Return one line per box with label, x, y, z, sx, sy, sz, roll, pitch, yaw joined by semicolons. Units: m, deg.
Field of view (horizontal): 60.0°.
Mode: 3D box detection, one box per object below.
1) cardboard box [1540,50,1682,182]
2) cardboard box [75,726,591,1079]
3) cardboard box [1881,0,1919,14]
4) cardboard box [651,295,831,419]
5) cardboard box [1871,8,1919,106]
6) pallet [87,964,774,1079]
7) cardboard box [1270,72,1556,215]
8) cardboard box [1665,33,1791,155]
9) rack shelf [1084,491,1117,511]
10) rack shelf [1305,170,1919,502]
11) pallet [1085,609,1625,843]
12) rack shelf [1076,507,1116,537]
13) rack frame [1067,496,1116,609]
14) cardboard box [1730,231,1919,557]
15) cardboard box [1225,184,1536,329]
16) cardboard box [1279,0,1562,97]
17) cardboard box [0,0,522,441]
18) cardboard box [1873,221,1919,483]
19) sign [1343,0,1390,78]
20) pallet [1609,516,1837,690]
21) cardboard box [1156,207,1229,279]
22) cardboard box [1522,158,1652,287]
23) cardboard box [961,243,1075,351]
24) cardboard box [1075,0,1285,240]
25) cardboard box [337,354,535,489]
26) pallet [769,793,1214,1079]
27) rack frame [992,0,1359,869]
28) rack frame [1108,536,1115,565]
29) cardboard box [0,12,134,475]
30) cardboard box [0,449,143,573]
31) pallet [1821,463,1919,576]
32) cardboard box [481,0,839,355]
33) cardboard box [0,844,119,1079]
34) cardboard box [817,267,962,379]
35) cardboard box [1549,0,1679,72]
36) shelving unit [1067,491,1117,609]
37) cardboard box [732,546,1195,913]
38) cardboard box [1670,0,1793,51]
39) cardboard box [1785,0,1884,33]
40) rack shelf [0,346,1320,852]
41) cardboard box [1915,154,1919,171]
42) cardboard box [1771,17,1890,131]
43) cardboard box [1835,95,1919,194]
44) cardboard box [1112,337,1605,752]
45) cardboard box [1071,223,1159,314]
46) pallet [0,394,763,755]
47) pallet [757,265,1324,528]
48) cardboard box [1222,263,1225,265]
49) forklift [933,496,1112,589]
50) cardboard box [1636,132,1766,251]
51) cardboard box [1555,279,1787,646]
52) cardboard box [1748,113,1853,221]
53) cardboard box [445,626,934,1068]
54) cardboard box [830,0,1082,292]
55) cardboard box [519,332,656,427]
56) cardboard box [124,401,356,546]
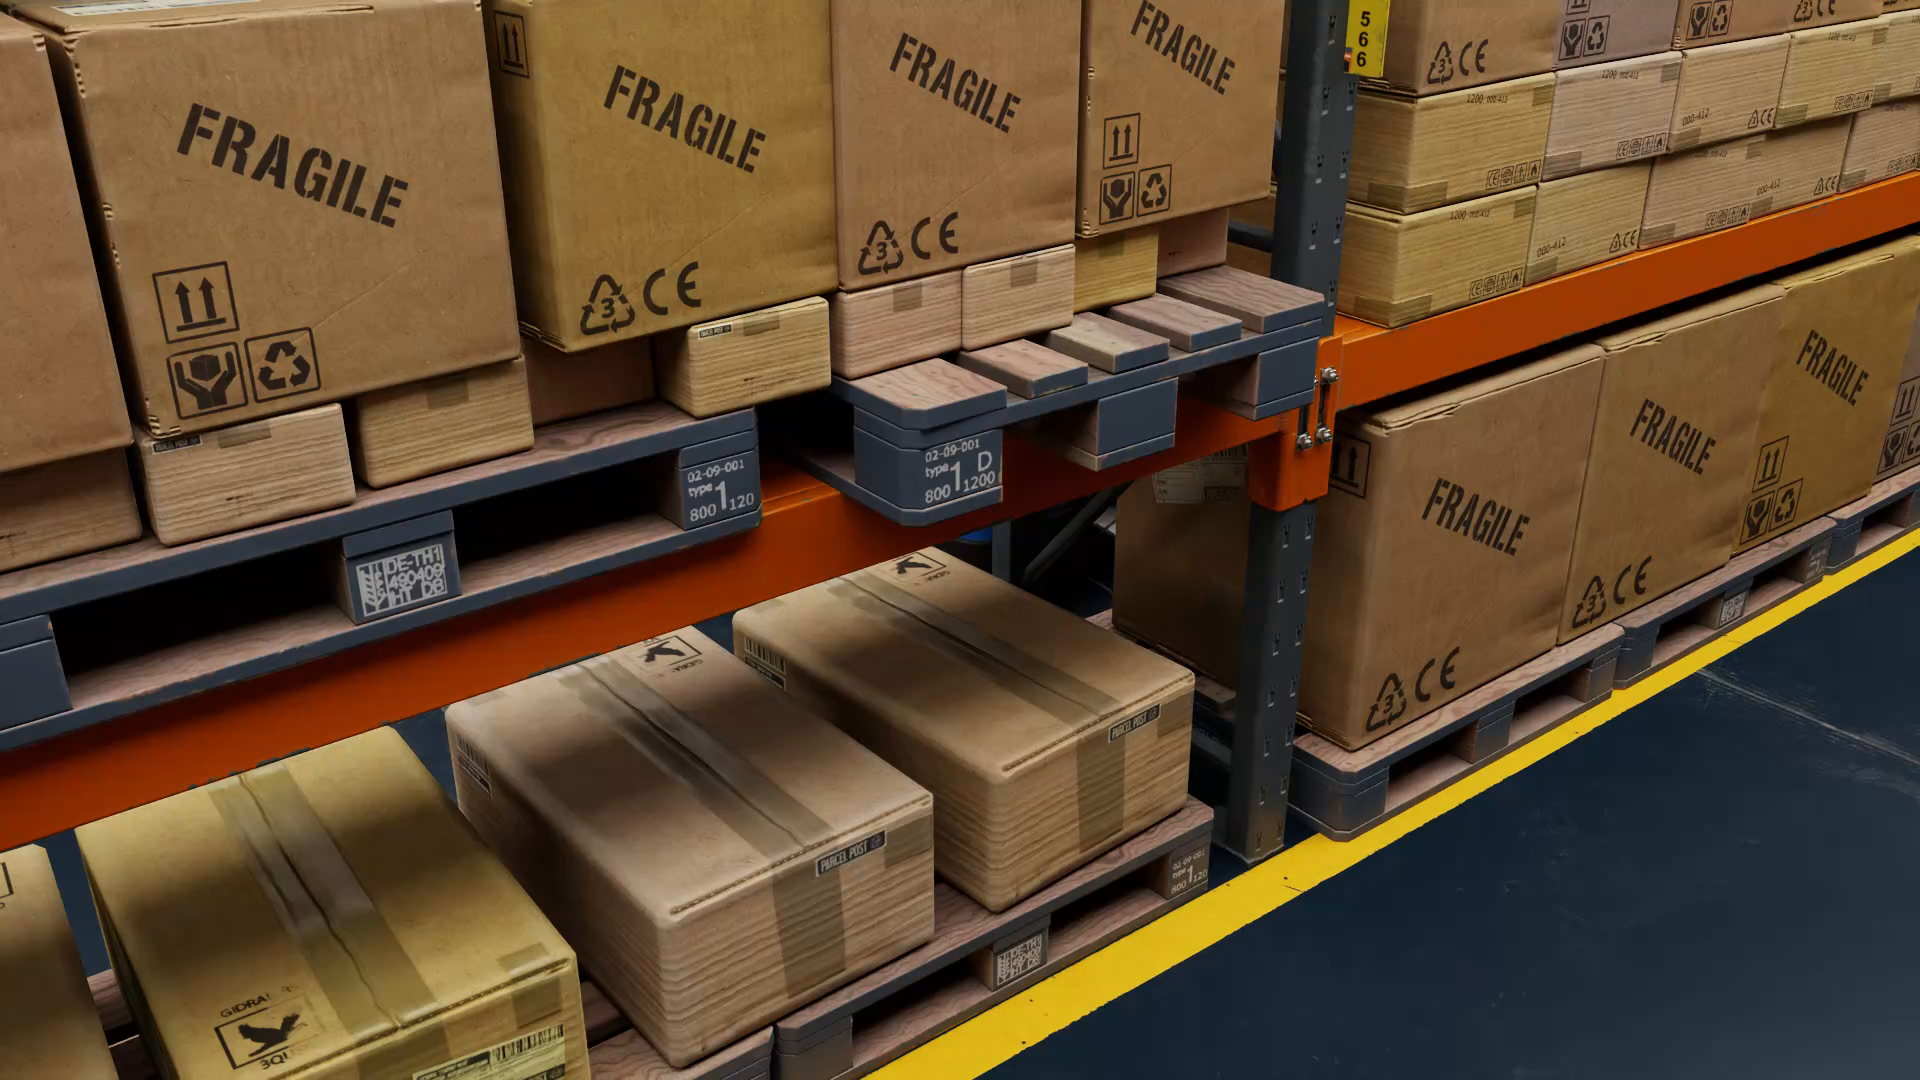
cardboard box;1.400;-1.088;4.114;0.500;0.250;0.500;-17;30;-33
cardboard box;-1.185;0.789;3.109;0.625;0.372;0.950;-17;30;-32
cardboard box;2.579;-1.822;4.806;0.500;0.500;0.500;-17;30;-33
cardboard box;-0.419;-0.346;2.731;0.250;0.149;0.380;-18;30;-33
cardboard box;2.600;-1.479;4.958;0.500;0.250;0.500;-17;30;-33
pallet;-1.133;1.037;3.264;1.213;0.211;1.003;-18;31;-34
cardboard box;0.993;-0.954;3.826;0.500;0.250;0.500;-19;31;-34
cardboard box;1.800;-1.213;4.385;0.500;0.250;0.500;-18;31;-34
rack shelf;0.531;-0.120;5.186;0.200;0.077;0.258;-24;43;-39
rack shelf;2.016;-0.938;5.063;4.000;0.370;1.077;-18;31;-34
pallet;1.109;0.340;4.767;1.213;0.211;1.003;-18;31;-34
rack shelf;0.523;-0.044;5.234;0.200;0.077;0.258;-24;43;-39
rack frame;0.470;-0.191;5.057;0.006;0.900;0.240;-24;43;-39
cardboard box;2.445;-0.586;5.475;0.875;0.875;0.875;-17;30;-33
cardboard box;0.982;-0.721;3.918;0.500;0.250;0.500;-19;31;-35
cardboard box;0.981;-1.291;3.662;0.500;0.500;0.500;-19;31;-36
cardboard box;-0.971;-0.495;2.282;0.500;0.500;0.500;-20;31;-36
cardboard box;3.151;-0.823;5.986;0.875;0.875;0.875;-17;30;-32
sign;0.784;-1.057;3.183;0.005;0.325;0.100;-18;31;-34
pallet;2.068;0.025;5.446;1.213;0.211;1.003;-18;31;-34
cardboard box;0.329;-0.658;3.405;0.250;0.149;0.380;-17;30;-32
cardboard box;1.375;-0.860;4.218;0.500;0.250;0.500;-19;31;-35
cardboard box;-0.008;-0.485;3.031;0.250;0.149;0.380;-19;31;-34
cardboard box;0.256;-0.906;3.167;0.500;0.500;0.500;-19;31;-35
cardboard box;-0.841;-0.230;2.481;0.250;0.149;0.380;-19;31;-36
pallet;-0.174;0.722;3.943;1.213;0.211;1.003;-18;31;-34
rack frame;0.442;-0.745;3.792;0.127;3.000;1.000;-18;31;-34
rack frame;0.614;-0.256;5.184;0.006;0.900;0.240;-24;43;-39
cardboard box;-1.369;-0.358;1.987;0.500;0.500;0.500;-18;31;-34
cardboard box;-1.274;-0.099;2.200;0.250;0.149;0.380;-18;30;-34
pallet;3.029;-0.294;6.132;1.213;0.211;1.003;-18;31;-34
cardboard box;-0.541;-0.636;2.587;0.500;0.500;0.500;-21;32;-37
cardboard box;-1.731;0.971;2.718;0.625;0.372;0.950;-16;29;-31
cardboard box;-0.211;-0.422;2.895;0.250;0.149;0.380;-20;32;-36
cardboard box;1.365;-1.423;3.947;0.500;0.500;0.500;-18;30;-34
shelving unit;0.542;-0.224;5.121;0.210;0.900;0.258;-24;43;-39
cardboard box;-0.009;0.400;3.948;0.625;0.372;0.950;-21;32;-37
cardboard box;1.782;-1.552;4.225;0.500;0.500;0.500;-17;30;-33
cardboard box;2.181;-1.682;4.505;0.500;0.500;0.500;-18;30;-33
rack shelf;-1.132;0.101;2.824;4.000;0.370;1.077;-18;31;-34
cardboard box;2.990;-1.384;5.347;0.500;0.250;0.500;-19;31;-35
cardboard box;2.207;-1.340;4.659;0.500;0.250;0.500;-18;30;-33
cardboard box;2.582;-1.259;5.079;0.500;0.250;0.500;-19;31;-35
cardboard box;1.037;-0.124;4.478;0.875;0.875;0.875;-19;31;-34
cardboard box;0.163;-0.565;3.204;0.250;0.149;0.380;-18;30;-33
pallet;-1.091;-0.130;2.695;1.213;0.211;1.003;-18;31;-34
pallet;-0.053;-0.438;3.358;1.003;0.211;1.213;-18;31;-34
cardboard box;0.679;-0.894;4.292;0.500;0.250;0.500;-20;31;-36
forklift;-0.694;-1.611;5.739;3.031;2.935;1.130;21;32;38
cardboard box;1.792;-0.994;4.508;0.500;0.250;0.500;-17;30;-32
cardboard box;1.741;-0.354;4.975;0.875;0.875;0.875;-18;30;-33
cardboard box;2.178;-1.124;4.786;0.500;0.250;0.500;-18;31;-34
cardboard box;-0.585;0.594;3.529;0.625;0.372;0.950;-19;31;-35
cardboard box;-0.144;-0.768;2.870;0.500;0.500;0.500;-19;31;-35
cardboard box;-0.694;-0.322;2.681;0.250;0.149;0.380;-18;30;-34
cardboard box;-1.033;-0.151;2.311;0.250;0.149;0.380;-17;30;-32
